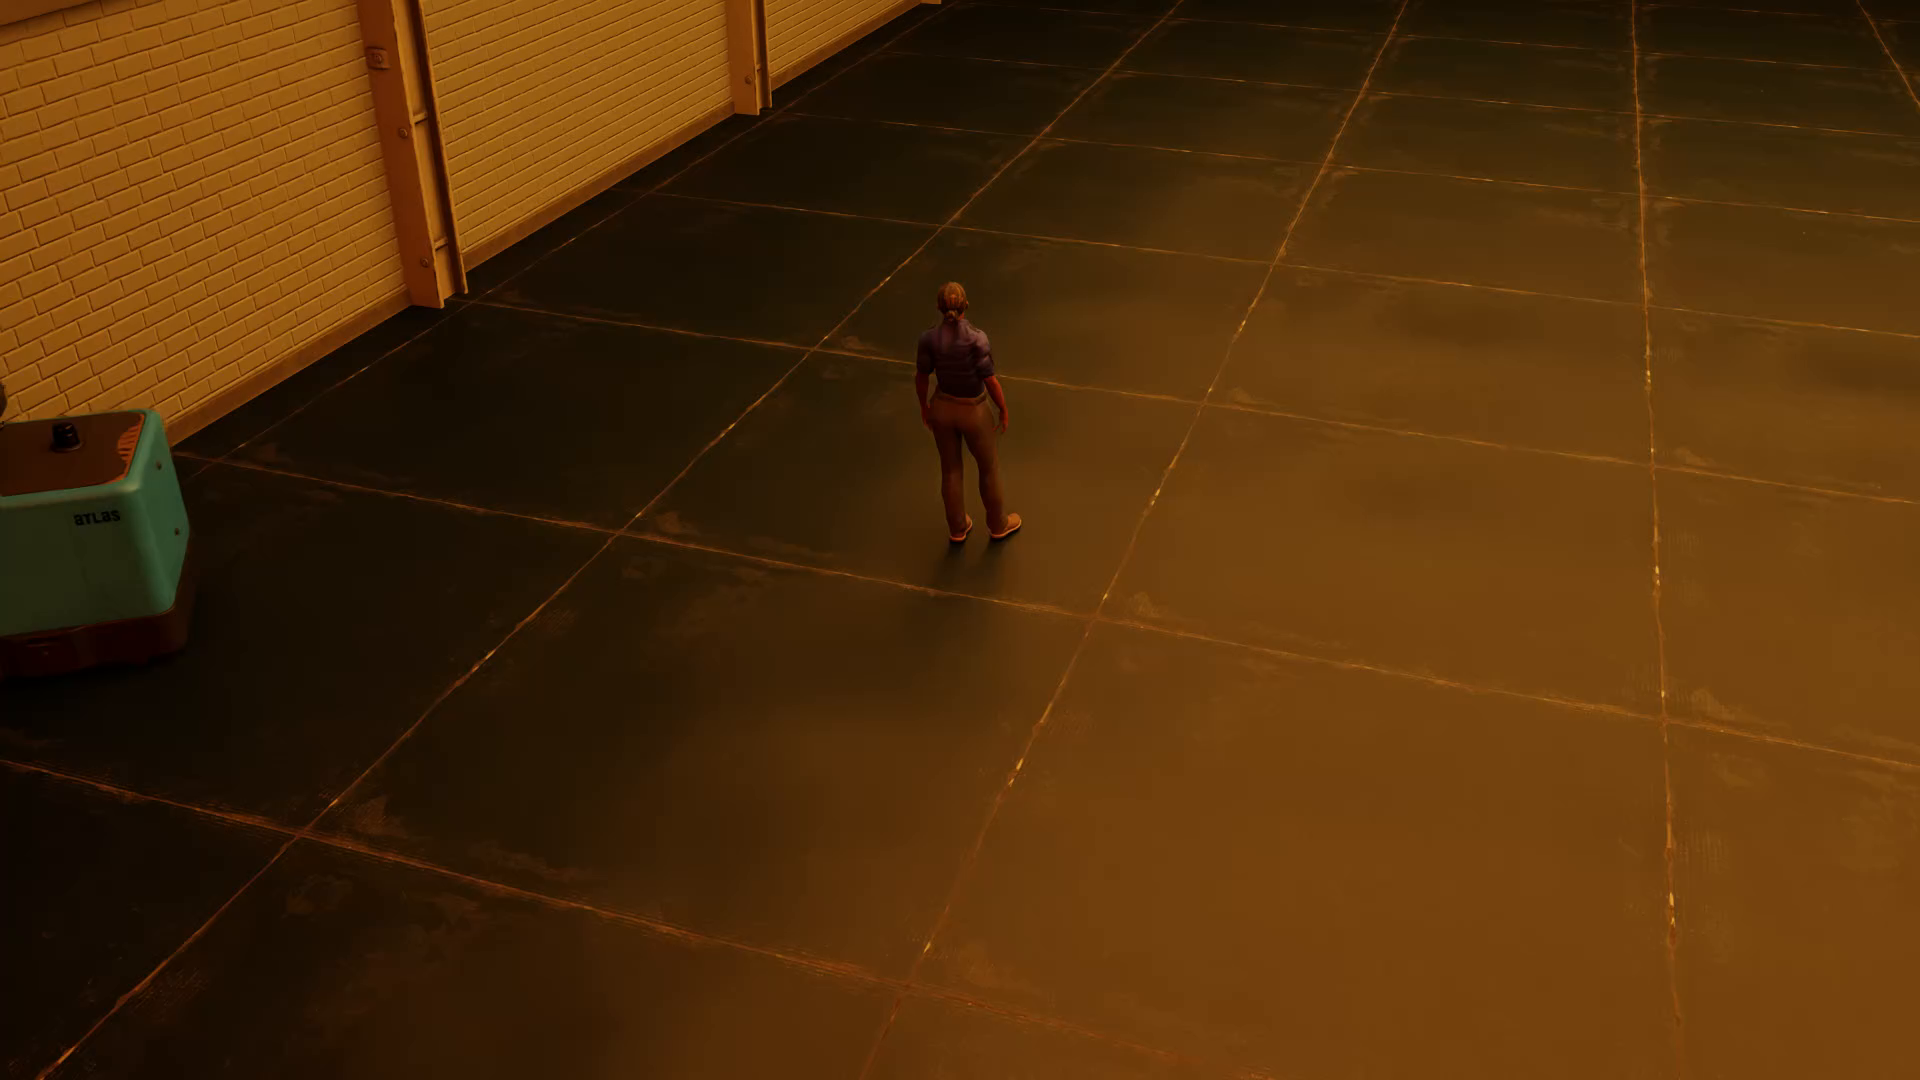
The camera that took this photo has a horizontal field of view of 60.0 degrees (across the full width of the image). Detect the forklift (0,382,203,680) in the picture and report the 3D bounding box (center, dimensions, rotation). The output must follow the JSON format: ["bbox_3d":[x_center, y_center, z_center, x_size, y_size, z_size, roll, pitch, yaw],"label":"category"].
[{"bbox_3d":[-5.752,-0.654,8.284,3.031,2.935,1.130,-8,31,-14],"label":"forklift"}]

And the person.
[{"bbox_3d":[0.047,-0.763,9.749,0.569,1.654,0.504,10,31,16],"label":"person"}]
